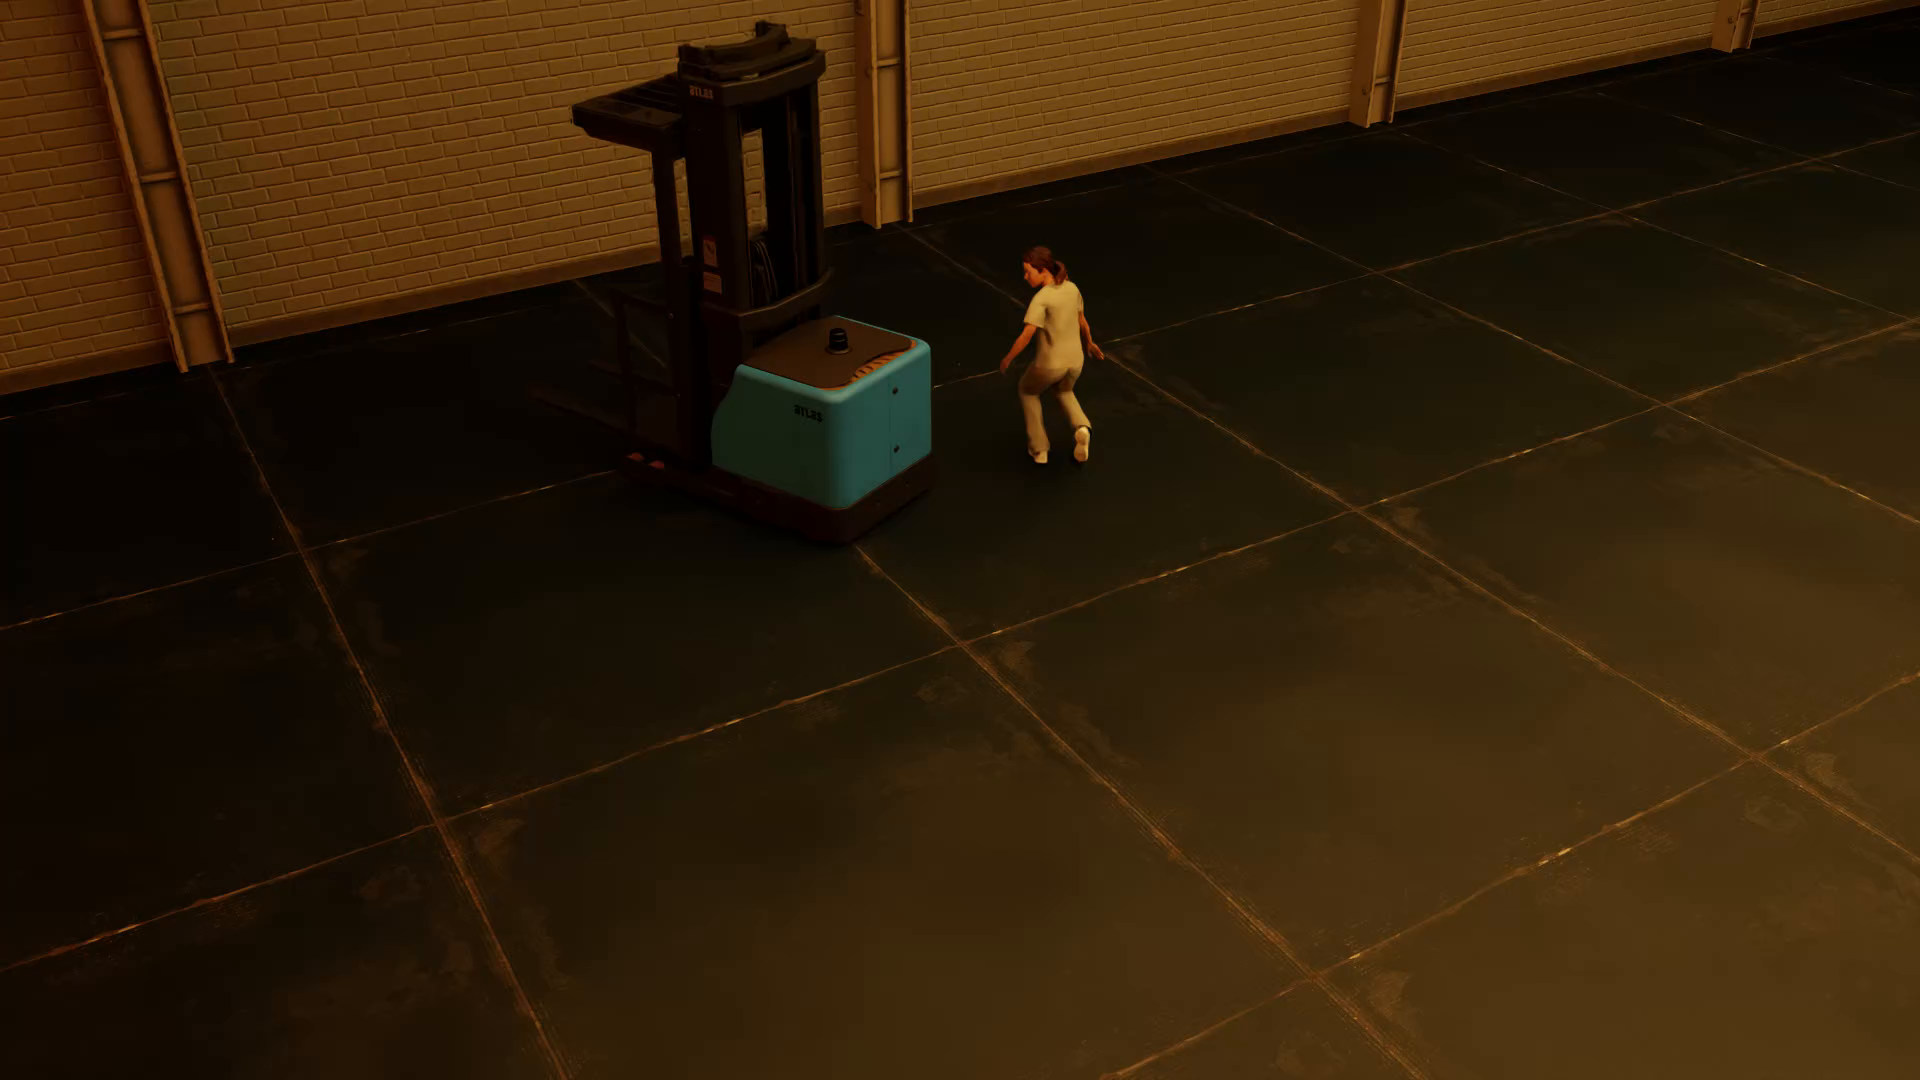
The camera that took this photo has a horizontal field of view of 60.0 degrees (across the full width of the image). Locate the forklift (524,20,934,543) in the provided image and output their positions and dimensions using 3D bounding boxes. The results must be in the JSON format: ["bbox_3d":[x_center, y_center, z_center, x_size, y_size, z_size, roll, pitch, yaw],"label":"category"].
[{"bbox_3d":[-1.671,-1.821,10.688,3.031,2.935,1.130,20,36,29],"label":"forklift"}]

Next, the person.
[{"bbox_3d":[0.663,-1.230,11.130,0.806,1.483,0.570,-19,36,-28],"label":"person"}]
